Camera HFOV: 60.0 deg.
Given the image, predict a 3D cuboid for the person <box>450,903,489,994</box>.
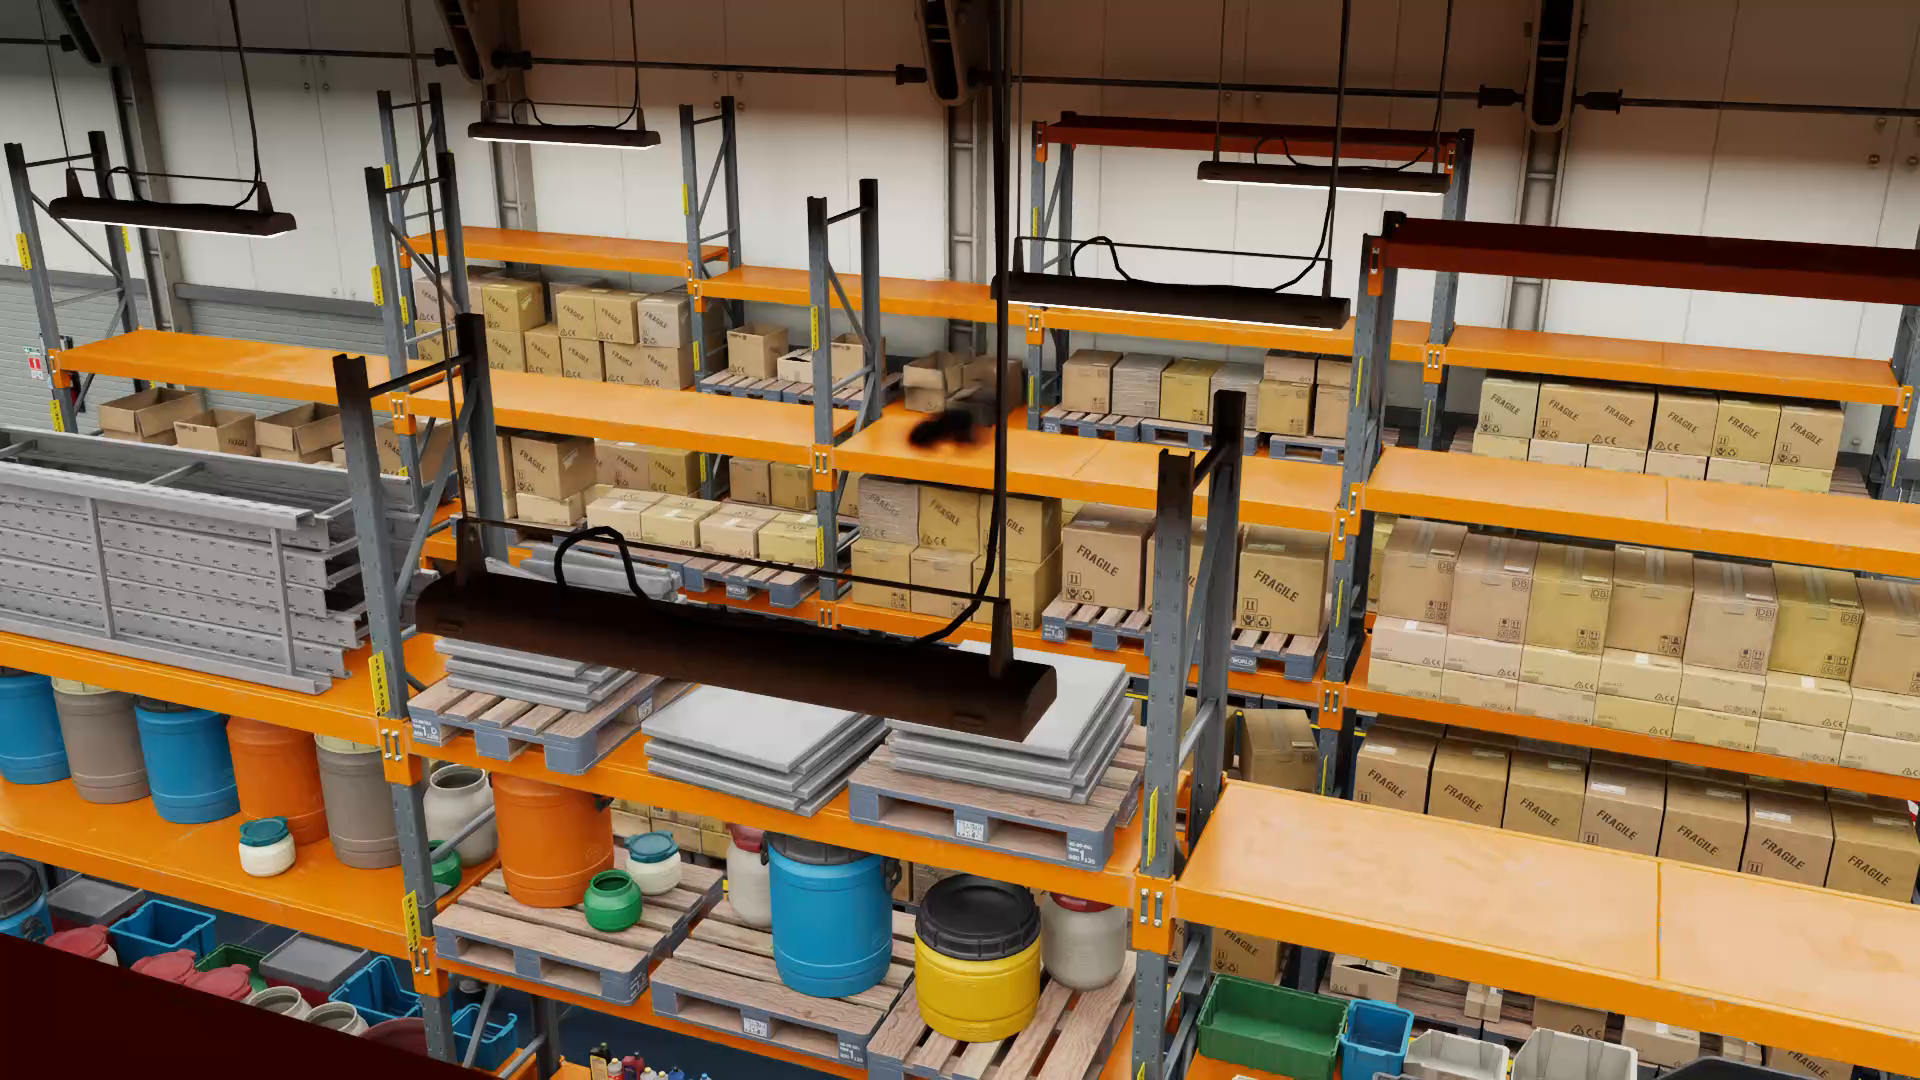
[{"bbox_3d":[-3.977,2.768,12.766,0.767,1.784,0.638,6,22,16],"label":"person"}]
